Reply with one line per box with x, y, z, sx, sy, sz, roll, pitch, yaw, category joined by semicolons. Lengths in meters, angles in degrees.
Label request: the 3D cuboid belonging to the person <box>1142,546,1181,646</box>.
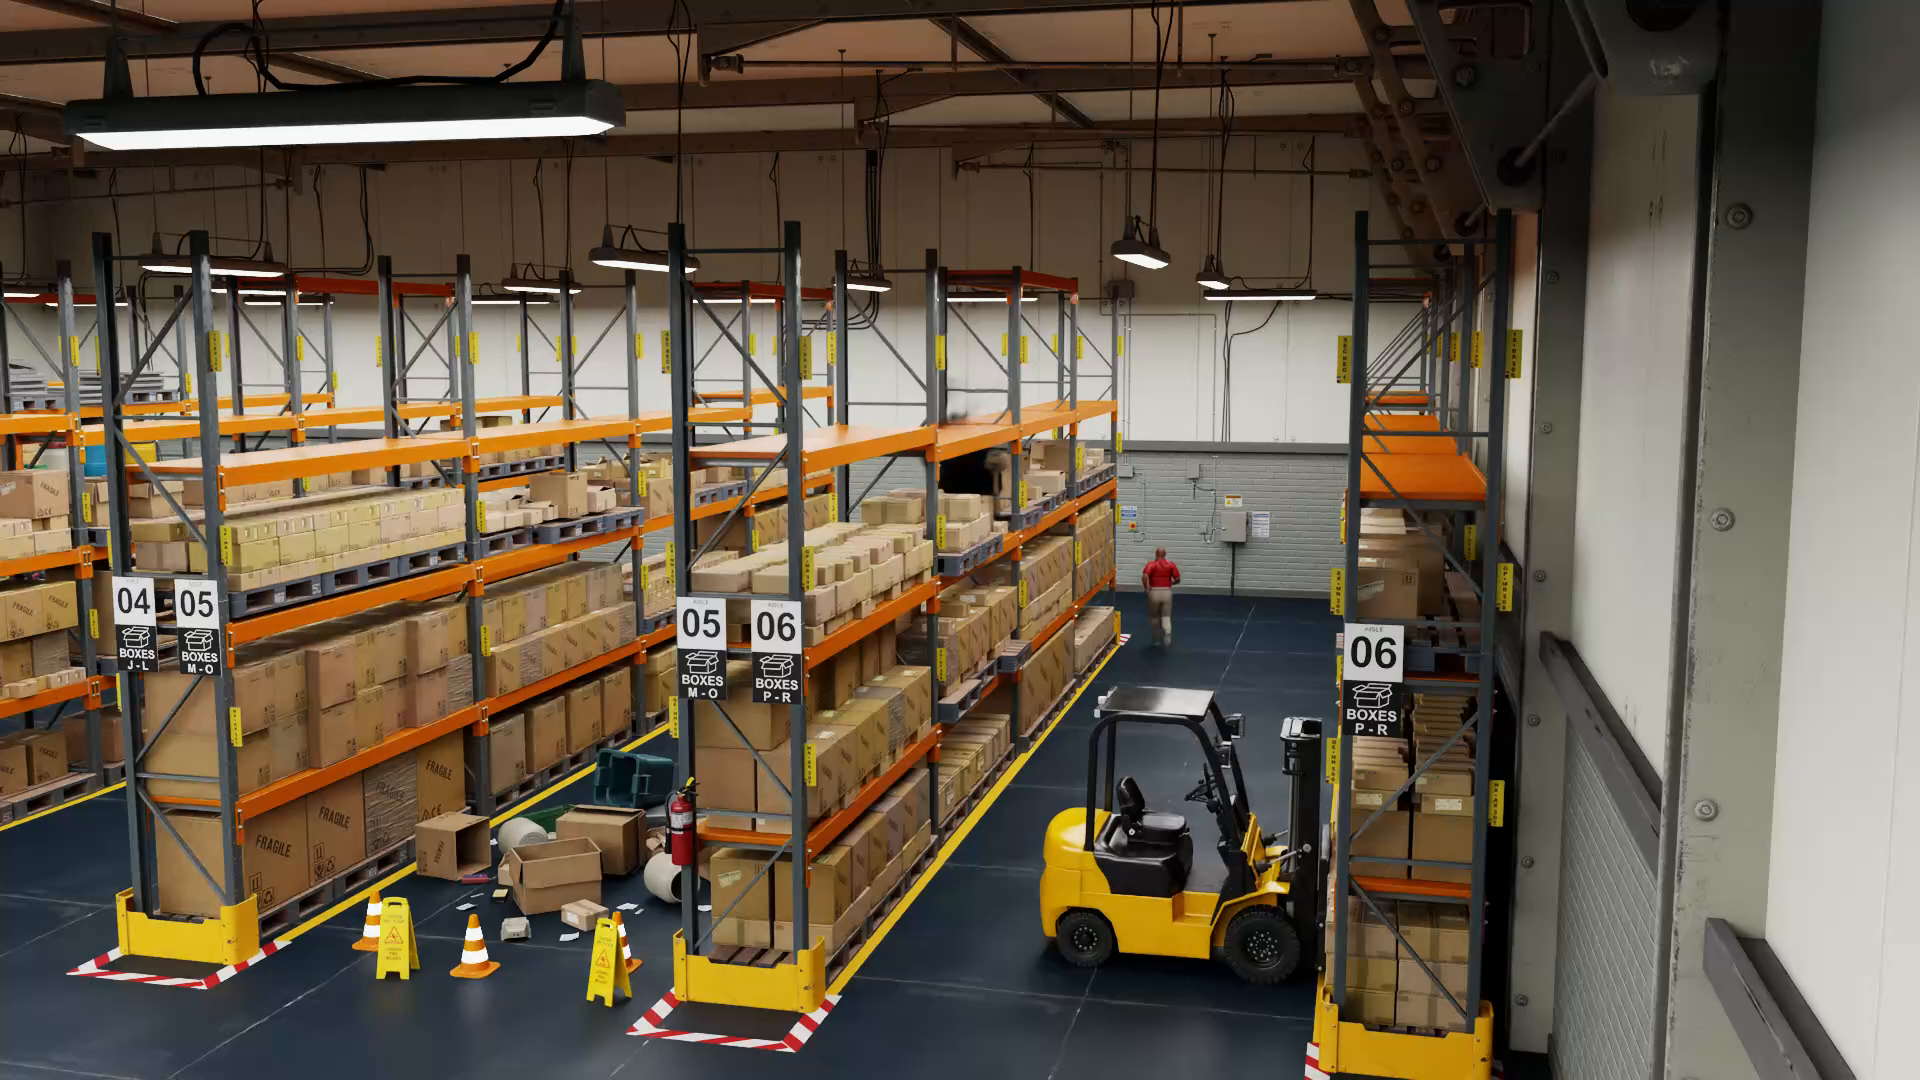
3.325;0.957;27.619;0.658;1.713;0.938;0;7;0;person
